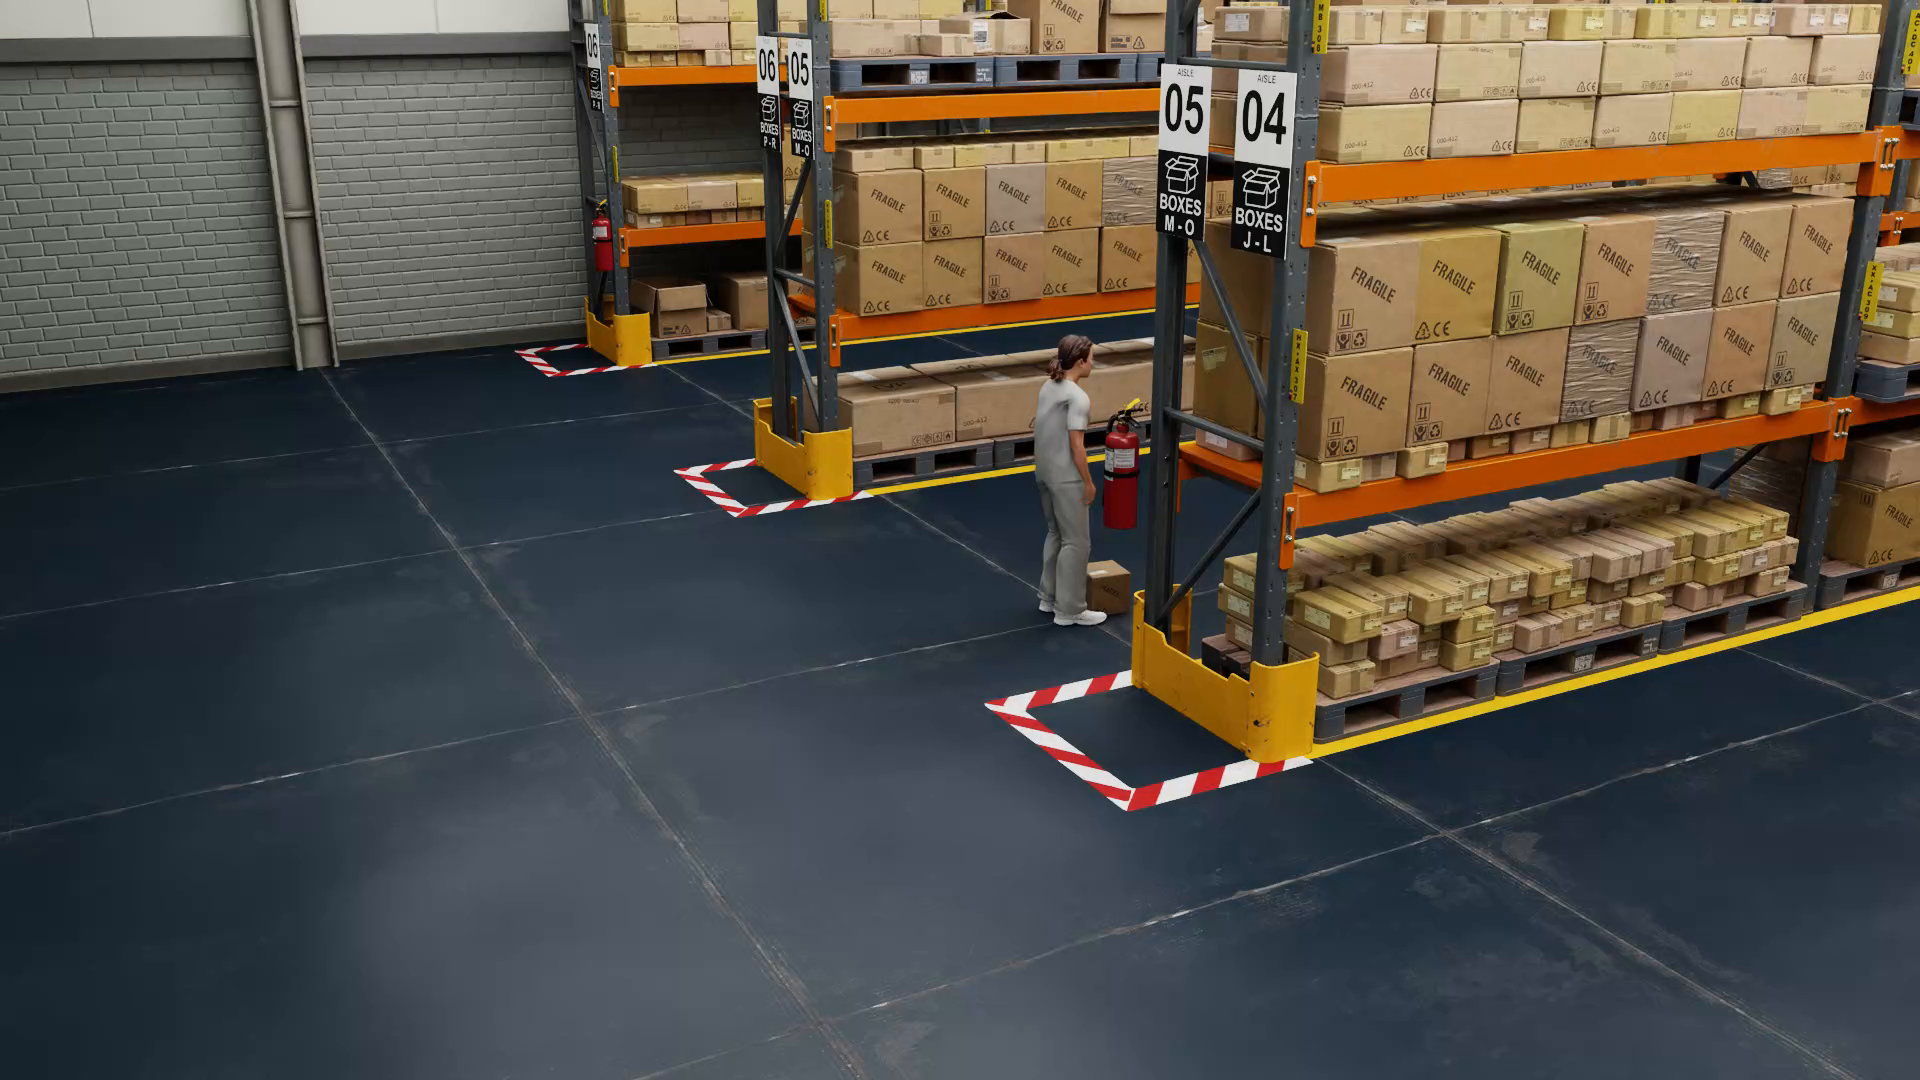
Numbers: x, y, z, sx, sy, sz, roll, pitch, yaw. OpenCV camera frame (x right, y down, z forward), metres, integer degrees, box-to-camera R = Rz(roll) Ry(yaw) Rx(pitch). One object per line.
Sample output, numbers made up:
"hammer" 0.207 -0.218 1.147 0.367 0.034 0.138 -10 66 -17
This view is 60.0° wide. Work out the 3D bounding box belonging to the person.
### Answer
"person" 0.623 -0.357 9.628 0.361 1.673 0.511 -7 20 -21
